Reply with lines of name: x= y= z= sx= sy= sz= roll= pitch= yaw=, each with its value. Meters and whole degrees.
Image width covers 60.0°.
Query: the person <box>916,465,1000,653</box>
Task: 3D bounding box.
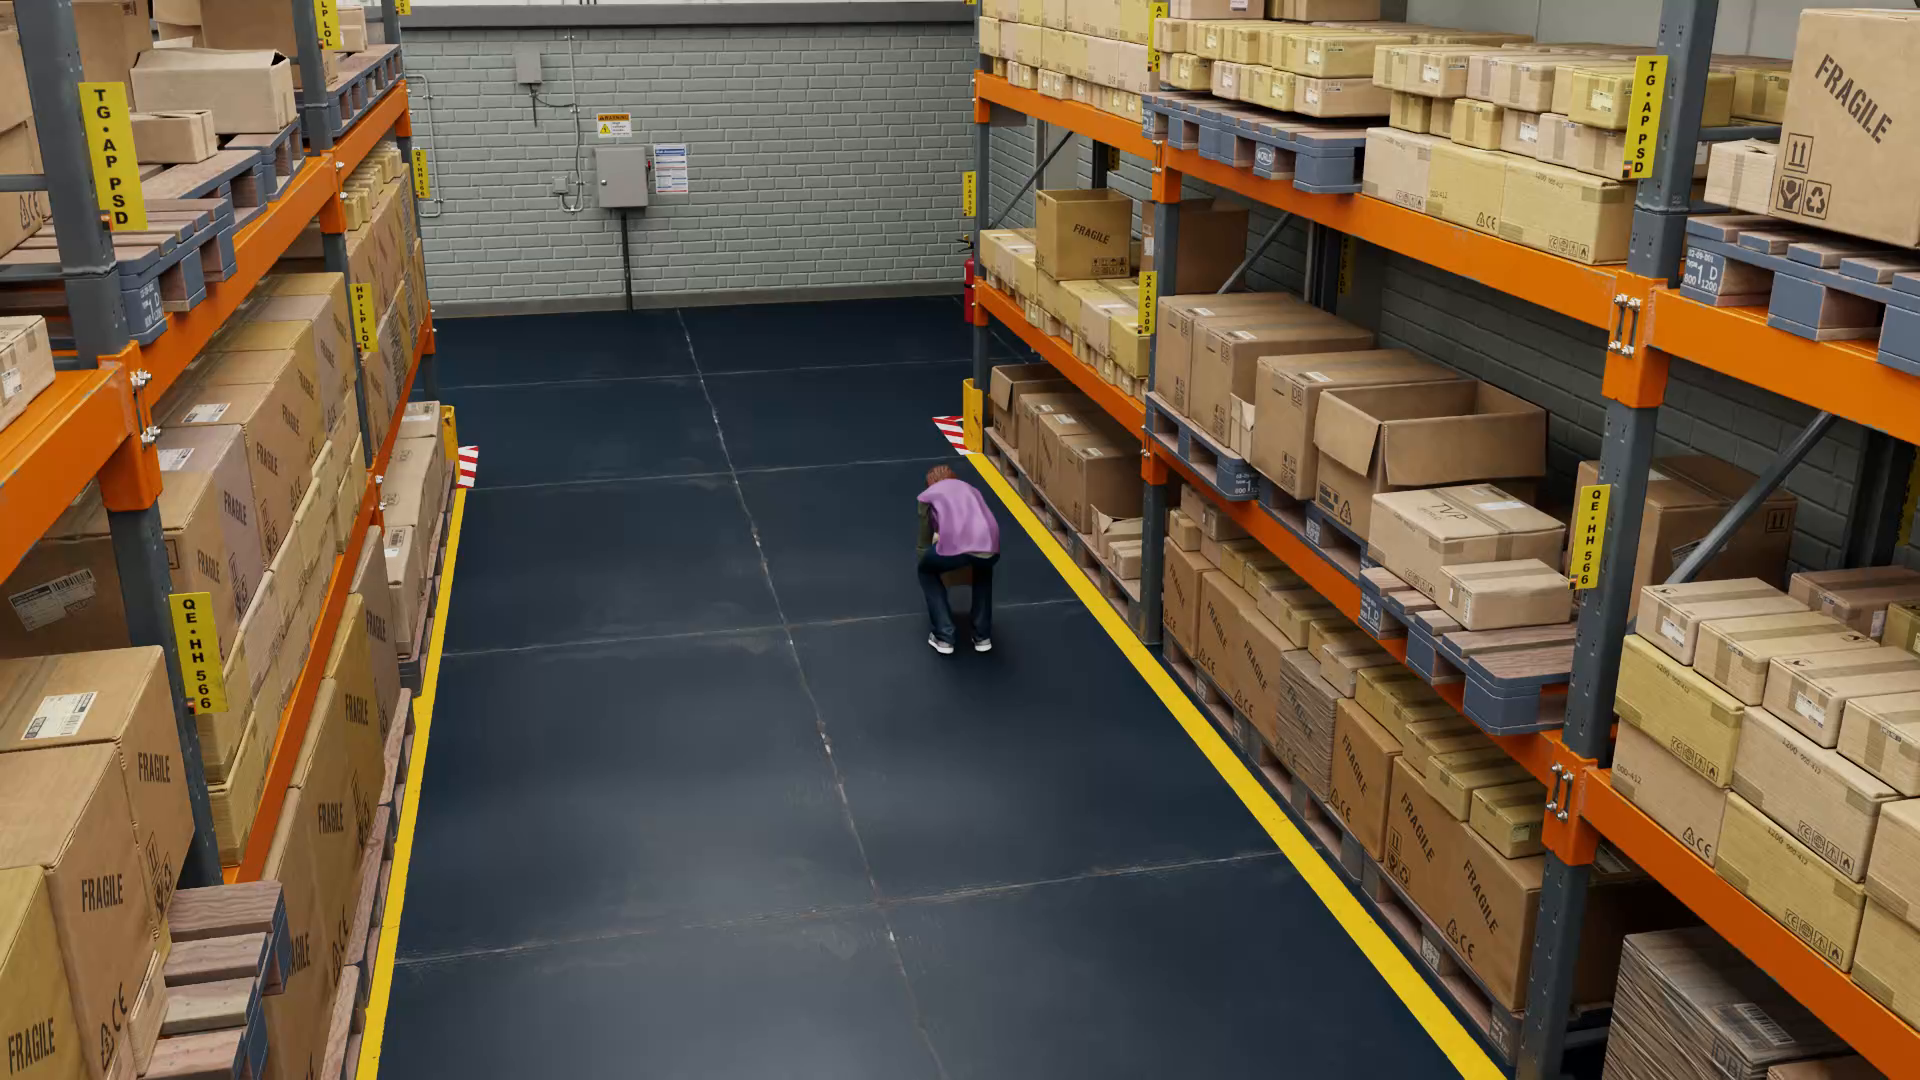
person: x=-0.026 y=0.117 z=9.271 sx=0.431 sy=0.912 sz=0.862 roll=-5 pitch=20 yaw=-12
